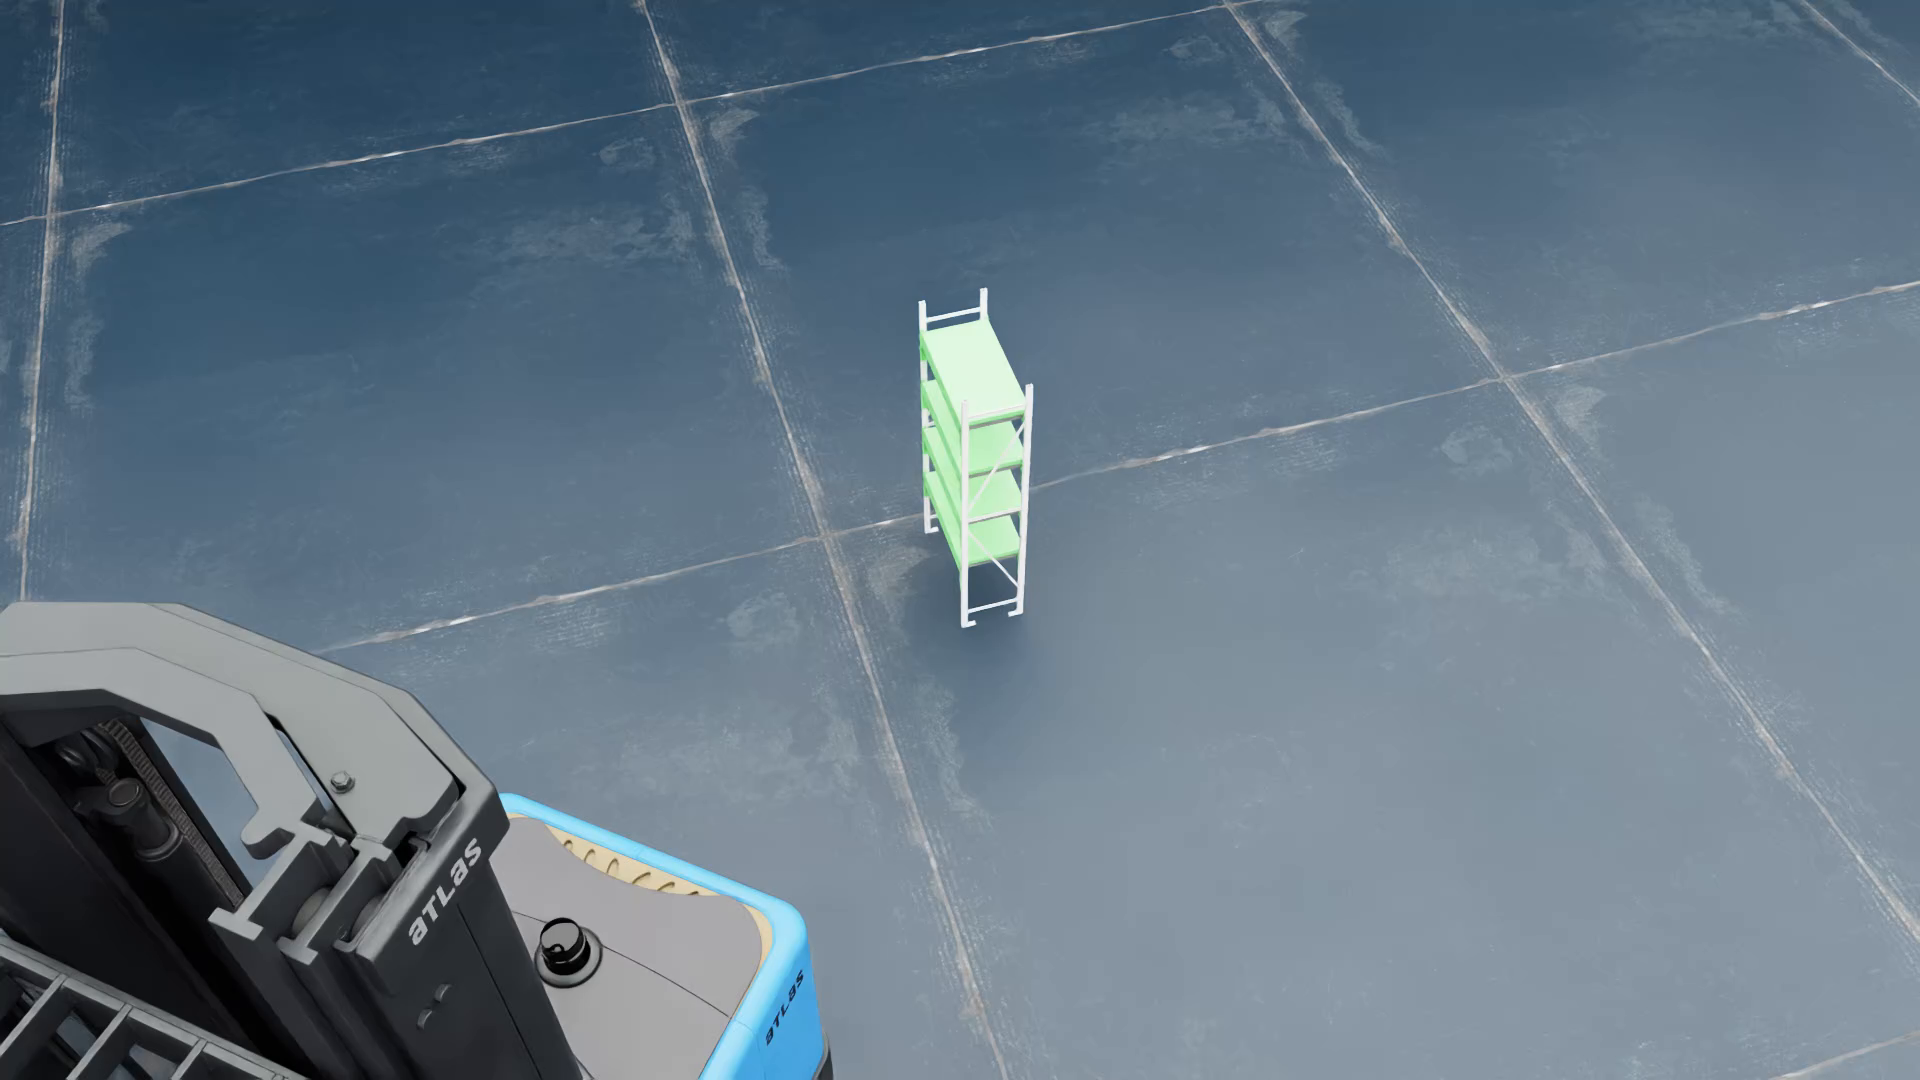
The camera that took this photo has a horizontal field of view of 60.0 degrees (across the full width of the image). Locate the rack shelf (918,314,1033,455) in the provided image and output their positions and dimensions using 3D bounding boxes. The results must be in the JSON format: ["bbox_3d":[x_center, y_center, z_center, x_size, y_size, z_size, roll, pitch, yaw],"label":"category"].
[{"bbox_3d":[0.049,-0.534,5.661,0.258,0.148,0.480,-13,51,-11],"label":"rack shelf"}]

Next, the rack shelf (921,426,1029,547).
[{"bbox_3d":[0.049,-0.225,6.028,0.258,0.148,0.480,-13,51,-11],"label":"rack shelf"}]

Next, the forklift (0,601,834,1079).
[{"bbox_3d":[-1.430,1.607,3.268,1.130,2.935,3.031,18,52,15],"label":"forklift"}]

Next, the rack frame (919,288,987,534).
[{"bbox_3d":[-0.023,-0.444,6.129,0.240,1.200,0.015,-13,51,-11],"label":"rack frame"}]

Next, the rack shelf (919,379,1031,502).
[{"bbox_3d":[0.049,-0.379,5.844,0.258,0.148,0.480,-13,51,-11],"label":"rack shelf"}]

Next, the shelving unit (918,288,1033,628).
[{"bbox_3d":[0.049,-0.266,5.979,0.258,1.200,0.503,-13,51,-11],"label":"shelving unit"}]

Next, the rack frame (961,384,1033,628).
[{"bbox_3d":[0.121,-0.088,5.829,0.240,1.200,0.015,-13,51,-11],"label":"rack frame"}]

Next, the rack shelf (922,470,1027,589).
[{"bbox_3d":[0.049,-0.070,6.211,0.258,0.148,0.480,-13,51,-11],"label":"rack shelf"}]
